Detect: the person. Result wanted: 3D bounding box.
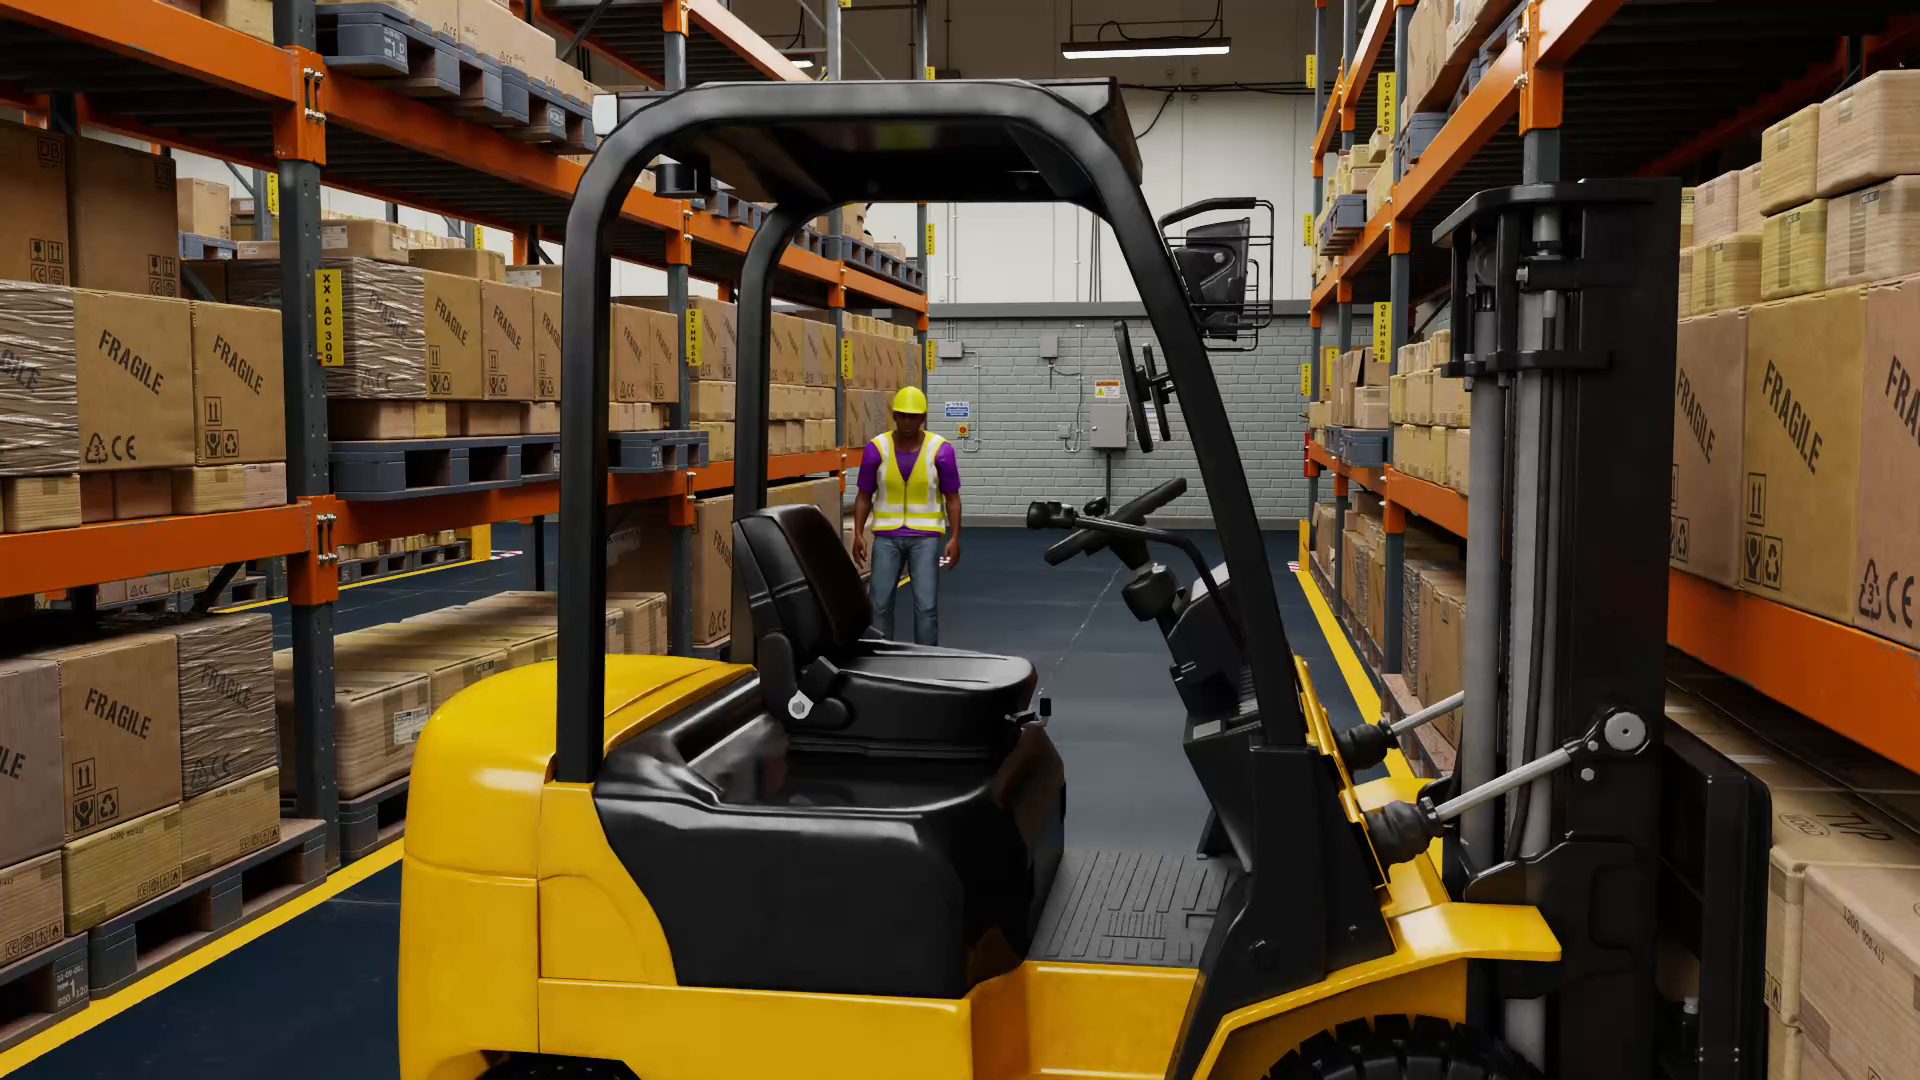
[{"bbox_3d":[-0.308,-0.002,9.572,0.629,1.759,0.461,0,4,5],"label":"person"}]
